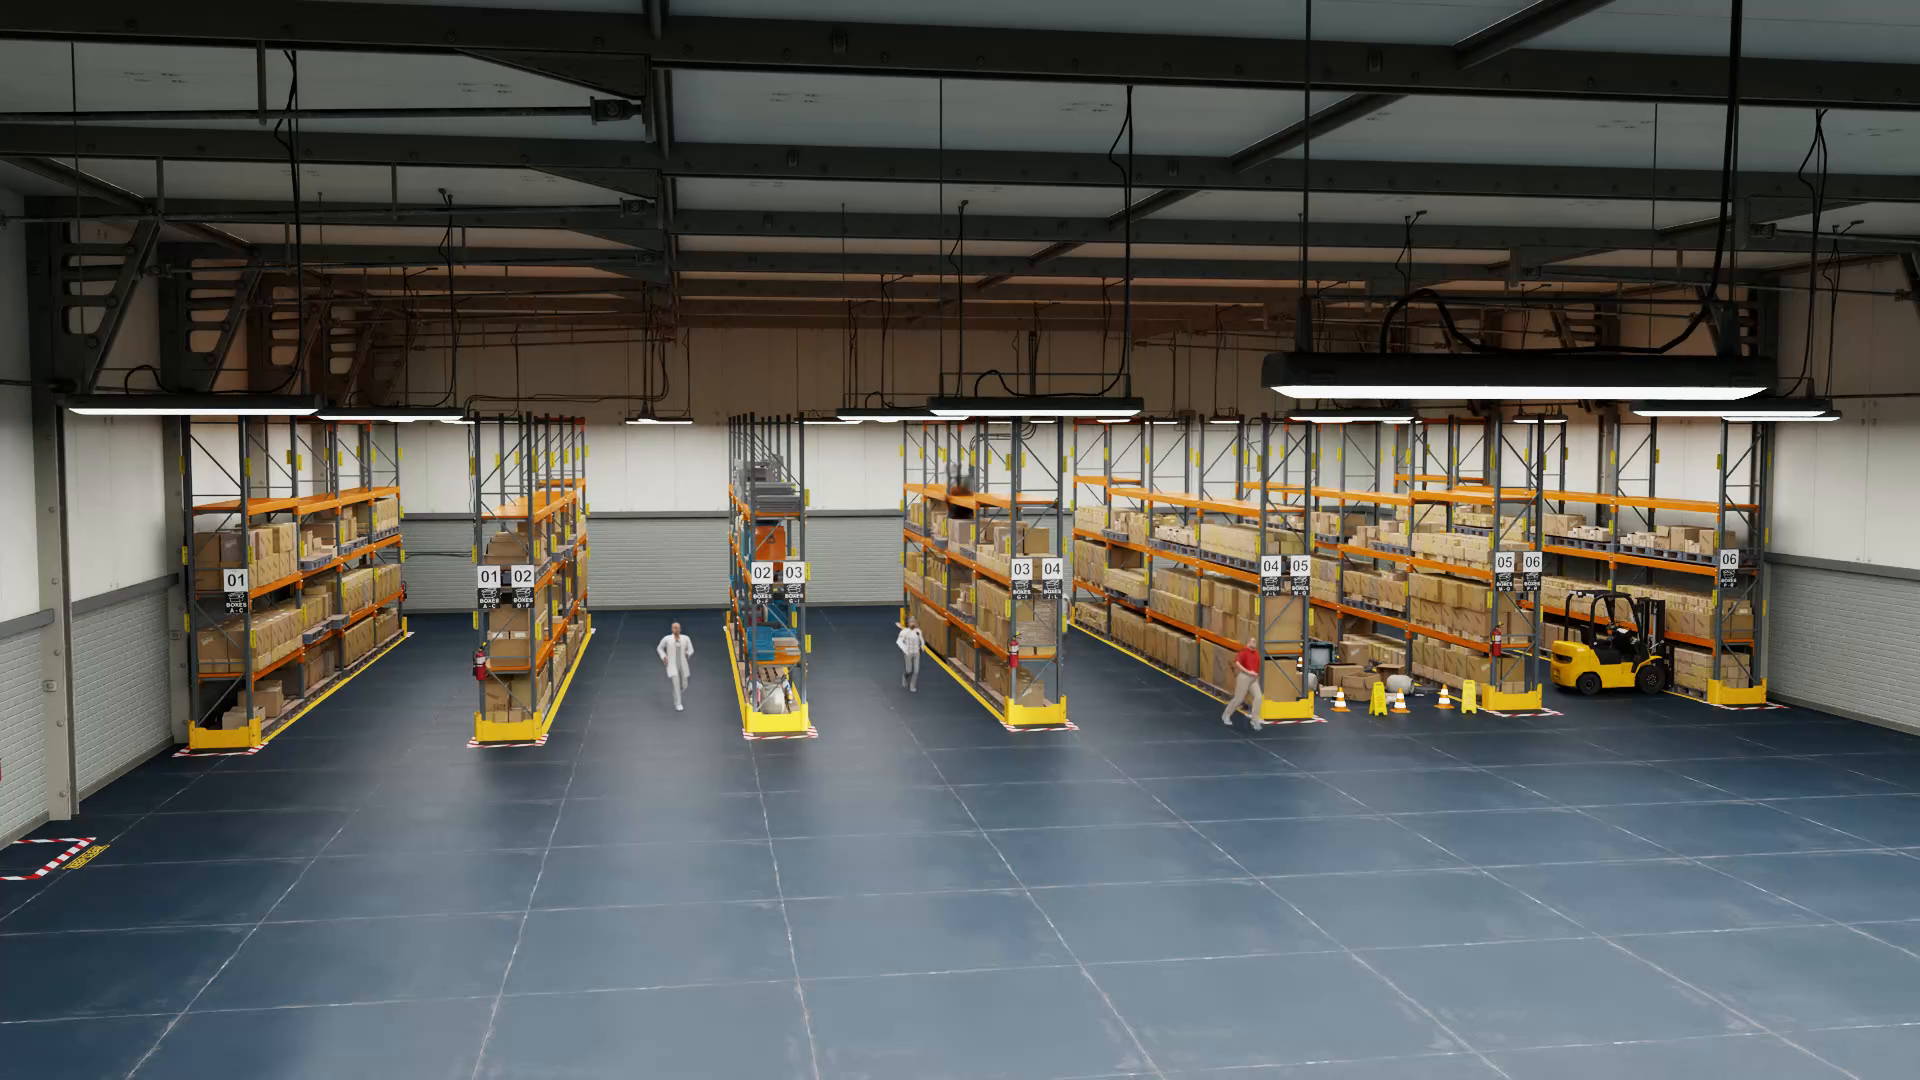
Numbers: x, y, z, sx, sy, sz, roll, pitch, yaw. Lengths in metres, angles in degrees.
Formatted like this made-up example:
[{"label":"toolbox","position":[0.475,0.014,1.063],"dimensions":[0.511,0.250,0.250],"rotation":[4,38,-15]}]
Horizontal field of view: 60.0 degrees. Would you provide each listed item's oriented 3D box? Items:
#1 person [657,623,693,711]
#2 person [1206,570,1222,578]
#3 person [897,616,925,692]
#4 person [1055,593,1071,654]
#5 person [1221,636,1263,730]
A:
[{"label":"person","position":[-5.764,2.553,33.777],"dimensions":[0.719,1.744,0.897],"rotation":[-2,4,-24]},{"label":"person","position":[7.717,1.421,50.653],"dimensions":[0.810,1.739,0.742],"rotation":[0,4,-7]},{"label":"person","position":[-1.031,2.455,35.954],"dimensions":[0.614,1.643,0.539],"rotation":[-1,4,-17]},{"label":"person","position":[2.523,2.011,42.030],"dimensions":[0.680,1.848,0.752],"rotation":[-1,4,-12]},{"label":"person","position":[5.503,2.722,31.748],"dimensions":[0.742,1.759,0.854],"rotation":[-3,5,-42]}]
